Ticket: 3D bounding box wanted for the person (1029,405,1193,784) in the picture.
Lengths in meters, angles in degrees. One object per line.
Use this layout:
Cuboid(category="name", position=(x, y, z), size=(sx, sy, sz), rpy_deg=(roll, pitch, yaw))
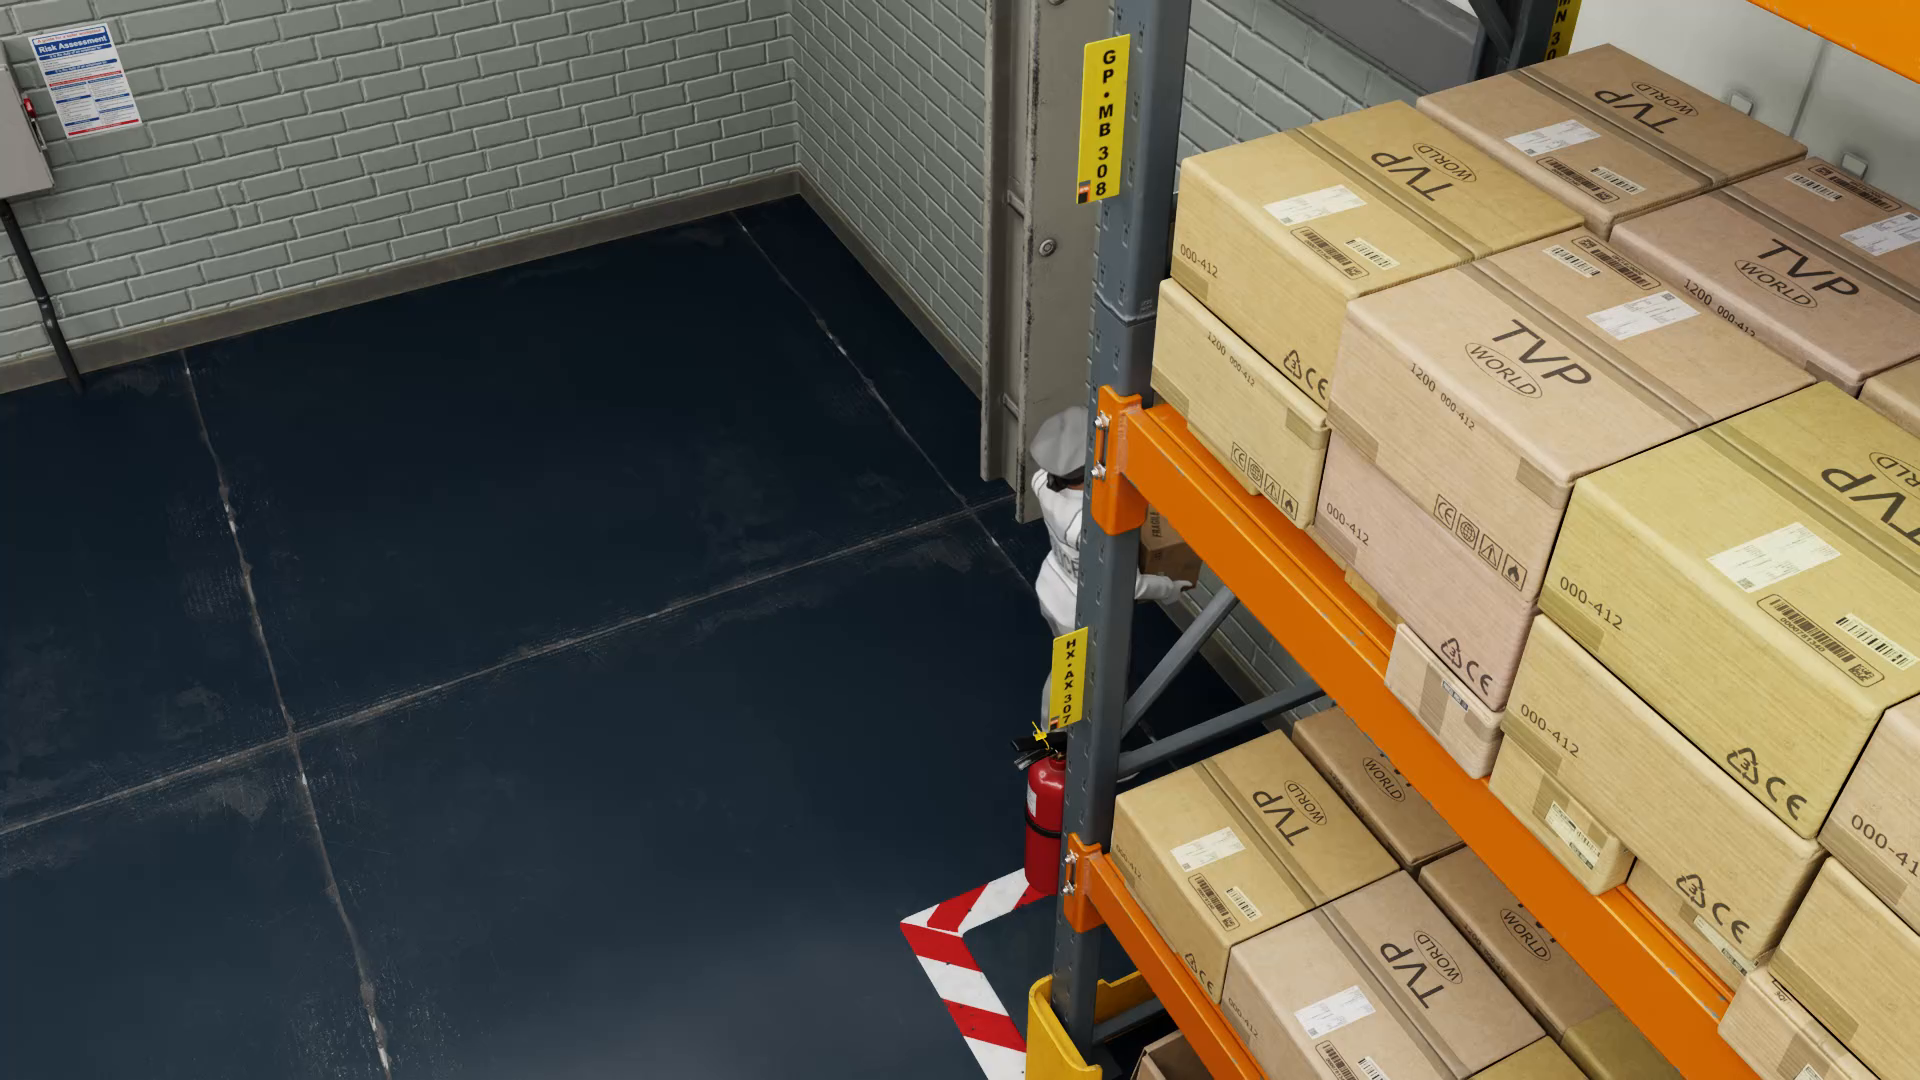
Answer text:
Cuboid(category="person", position=(0.505, 0.211, 5.900), size=(0.562, 1.687, 0.461), rpy_deg=(-19, 45, -20))
